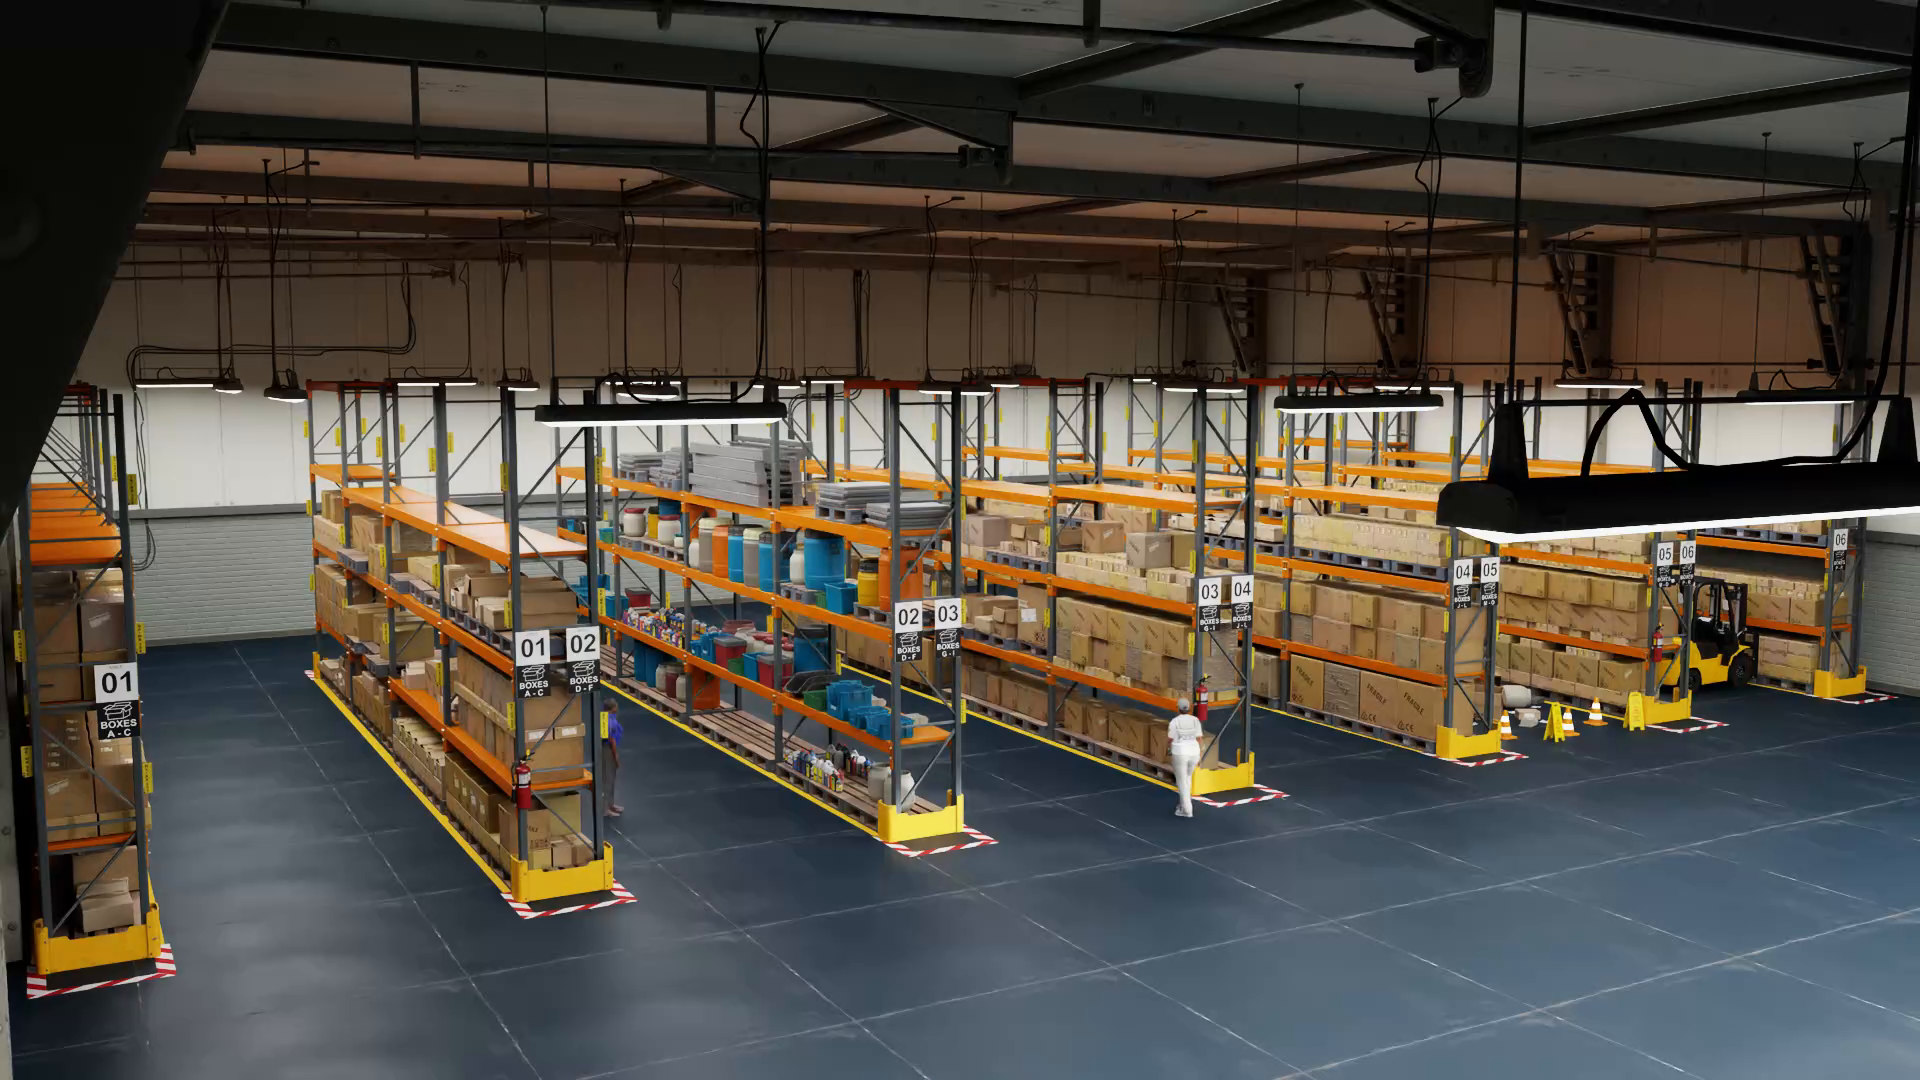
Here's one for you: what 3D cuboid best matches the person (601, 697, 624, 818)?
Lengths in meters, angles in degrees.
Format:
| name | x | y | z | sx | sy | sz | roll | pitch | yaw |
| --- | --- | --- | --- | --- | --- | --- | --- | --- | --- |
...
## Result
| name | x | y | z | sx | sy | sz | roll | pitch | yaw |
| --- | --- | --- | --- | --- | --- | --- | --- | --- | --- |
| person | -4.913 | 3.033 | 23.338 | 0.358 | 1.666 | 0.534 | -2 | 6 | -15 |

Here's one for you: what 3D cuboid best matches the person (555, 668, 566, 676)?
| name | x | y | z | sx | sy | sz | roll | pitch | yaw |
| --- | --- | --- | --- | --- | --- | --- | --- | --- | --- |
| person | -7.341 | 2.302 | 30.016 | 0.448 | 1.662 | 0.665 | -4 | 7 | -31 |

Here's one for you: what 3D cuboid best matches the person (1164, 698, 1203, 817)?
| name | x | y | z | sx | sy | sz | roll | pitch | yaw |
| --- | --- | --- | --- | --- | --- | --- | --- | --- | --- |
| person | 3.110 | 3.043 | 23.323 | 0.485 | 1.696 | 0.700 | -2 | 6 | -20 |
